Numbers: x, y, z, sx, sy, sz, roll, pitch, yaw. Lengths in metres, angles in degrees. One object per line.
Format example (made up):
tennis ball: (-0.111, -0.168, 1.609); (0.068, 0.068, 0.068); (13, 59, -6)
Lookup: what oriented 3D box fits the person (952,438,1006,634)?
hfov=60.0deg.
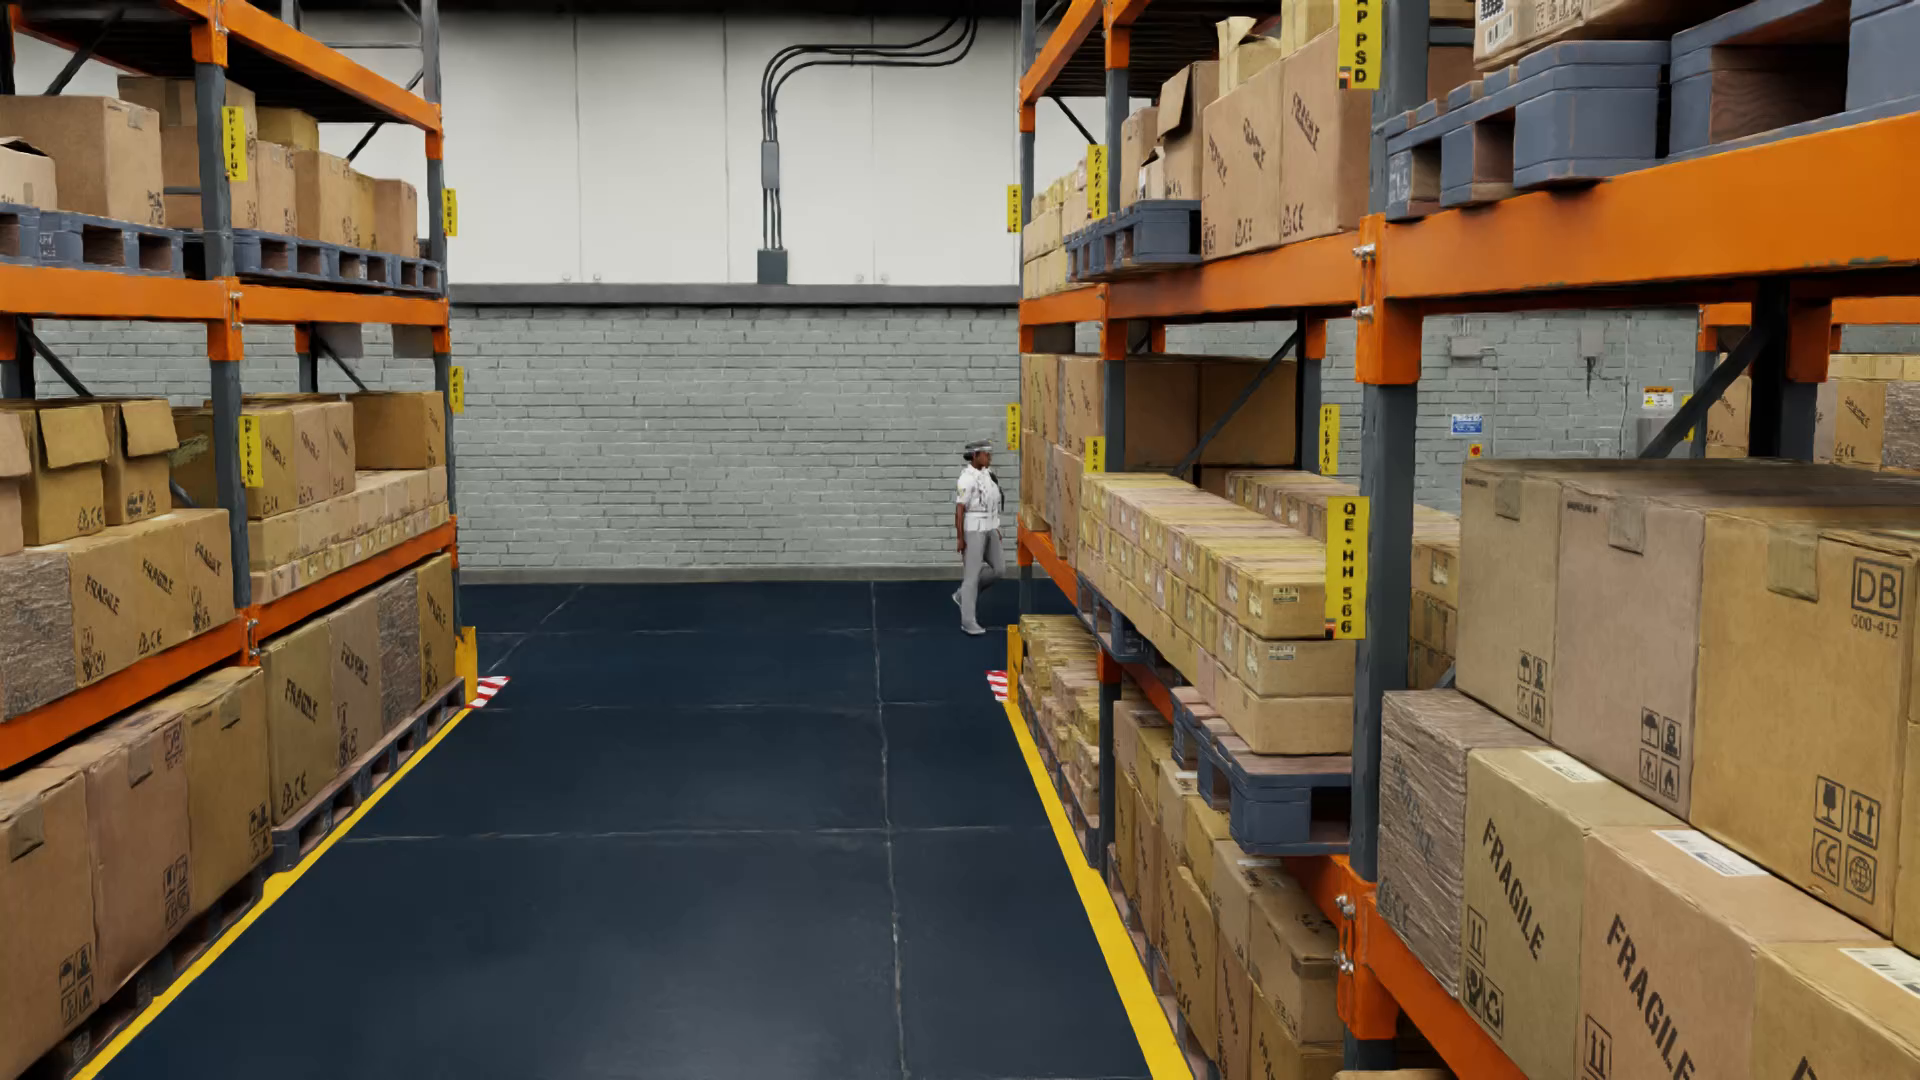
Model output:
person: (0.105, -0.059, 14.542); (0.556, 1.670, 0.613); (4, 8, 30)
